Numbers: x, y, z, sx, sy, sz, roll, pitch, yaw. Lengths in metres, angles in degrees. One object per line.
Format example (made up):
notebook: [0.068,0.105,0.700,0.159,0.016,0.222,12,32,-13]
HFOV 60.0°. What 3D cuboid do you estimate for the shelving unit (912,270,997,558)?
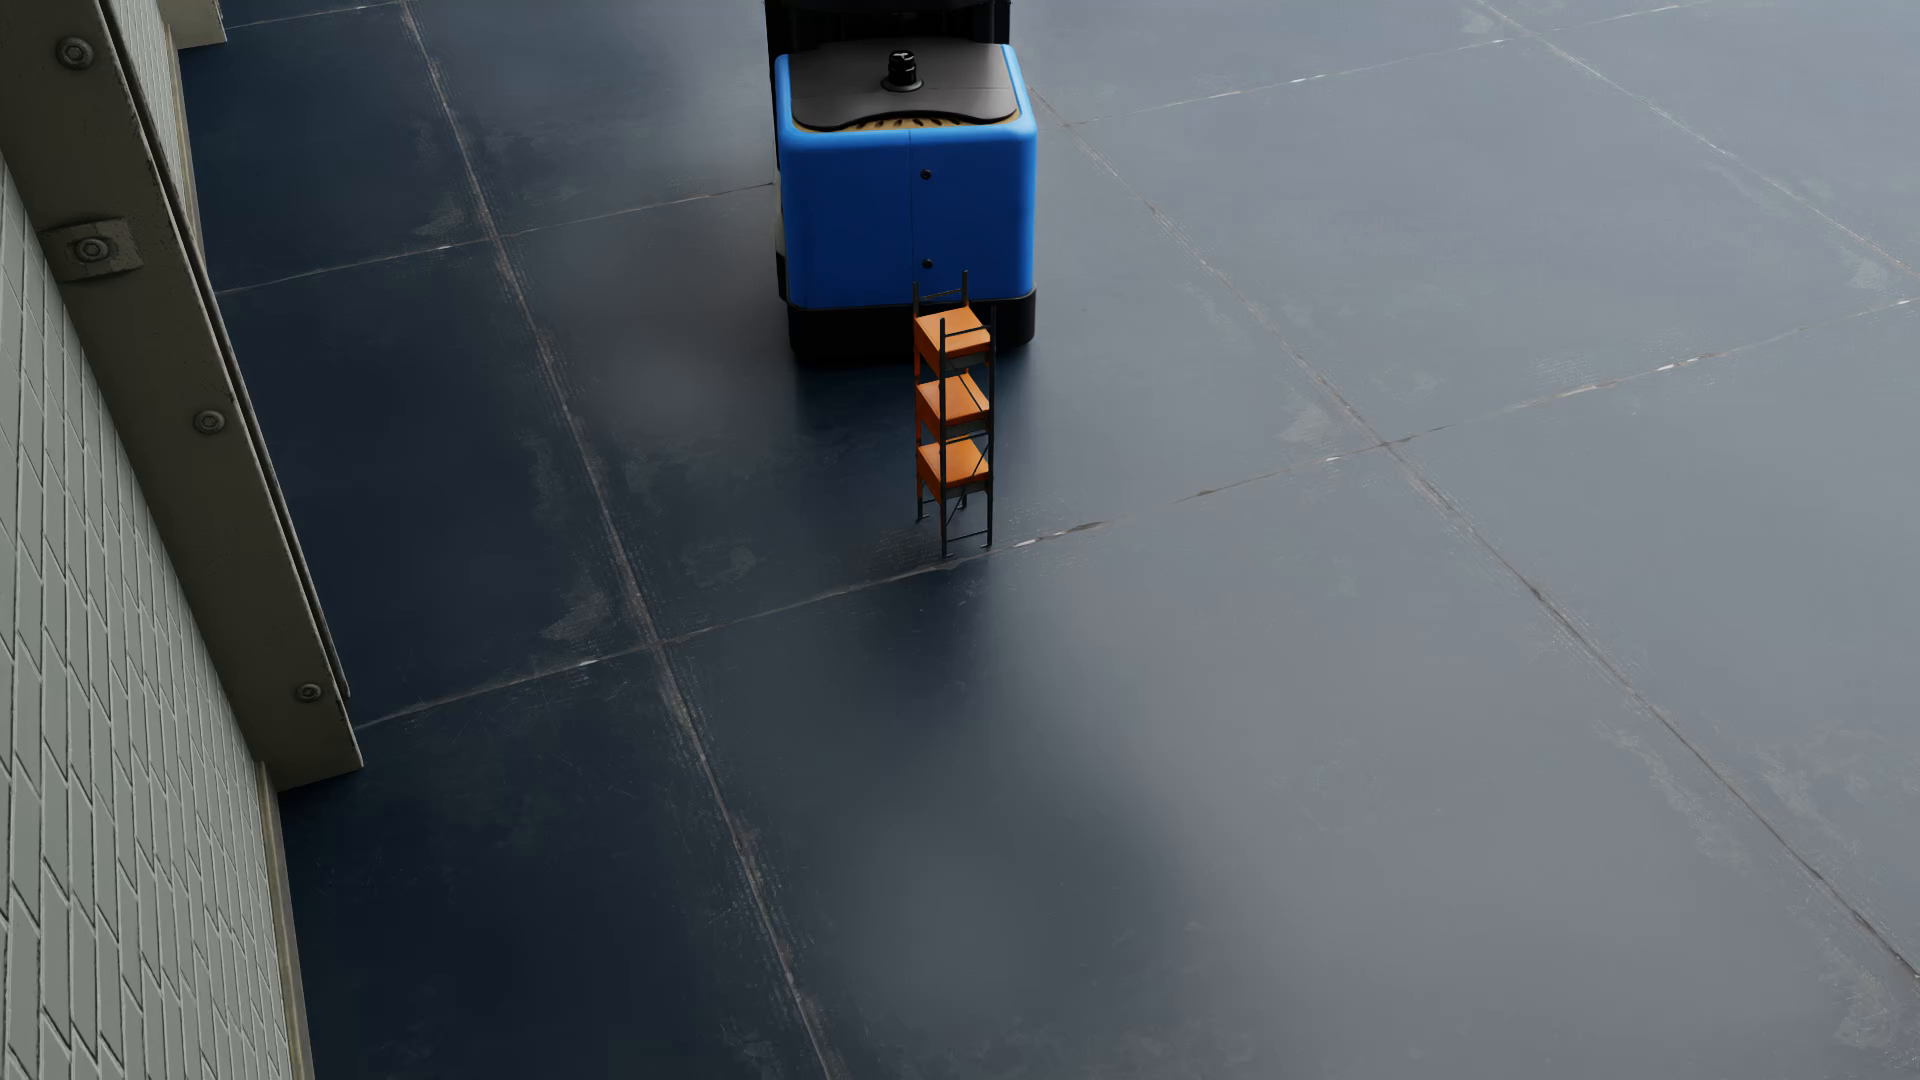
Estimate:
shelving unit: [-0.020,-0.430,5.945,0.215,1.050,0.252,-15,43,-17]

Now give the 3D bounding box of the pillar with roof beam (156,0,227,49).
pillar with roof beam: [-0.471,-7.443,8.004,9.100,9.000,0.400,-15,43,-17]

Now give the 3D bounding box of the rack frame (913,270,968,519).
rack frame: [-0.067,-0.504,6.031,0.200,1.050,0.008,-15,43,-17]

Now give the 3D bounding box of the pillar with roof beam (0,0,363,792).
pillar with roof beam: [1.825,-3.829,3.800,9.100,9.000,0.400,-15,43,-17]

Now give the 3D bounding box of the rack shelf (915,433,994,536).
rack shelf: [-0.020,-0.212,6.133,0.215,0.259,0.240,-15,43,-17]

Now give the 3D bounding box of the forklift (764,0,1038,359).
forklift: [-0.347,-2.833,7.297,1.130,2.935,3.031,-4,41,-5]

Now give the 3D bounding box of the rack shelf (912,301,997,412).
rack shelf: [-0.020,-0.637,5.767,0.215,0.259,0.240,-15,43,-17]

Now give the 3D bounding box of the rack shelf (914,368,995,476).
rack shelf: [-0.020,-0.422,5.952,0.215,0.259,0.240,-15,43,-17]

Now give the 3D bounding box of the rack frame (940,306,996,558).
rack frame: [0.026,-0.357,5.860,0.200,1.050,0.008,-15,43,-17]
